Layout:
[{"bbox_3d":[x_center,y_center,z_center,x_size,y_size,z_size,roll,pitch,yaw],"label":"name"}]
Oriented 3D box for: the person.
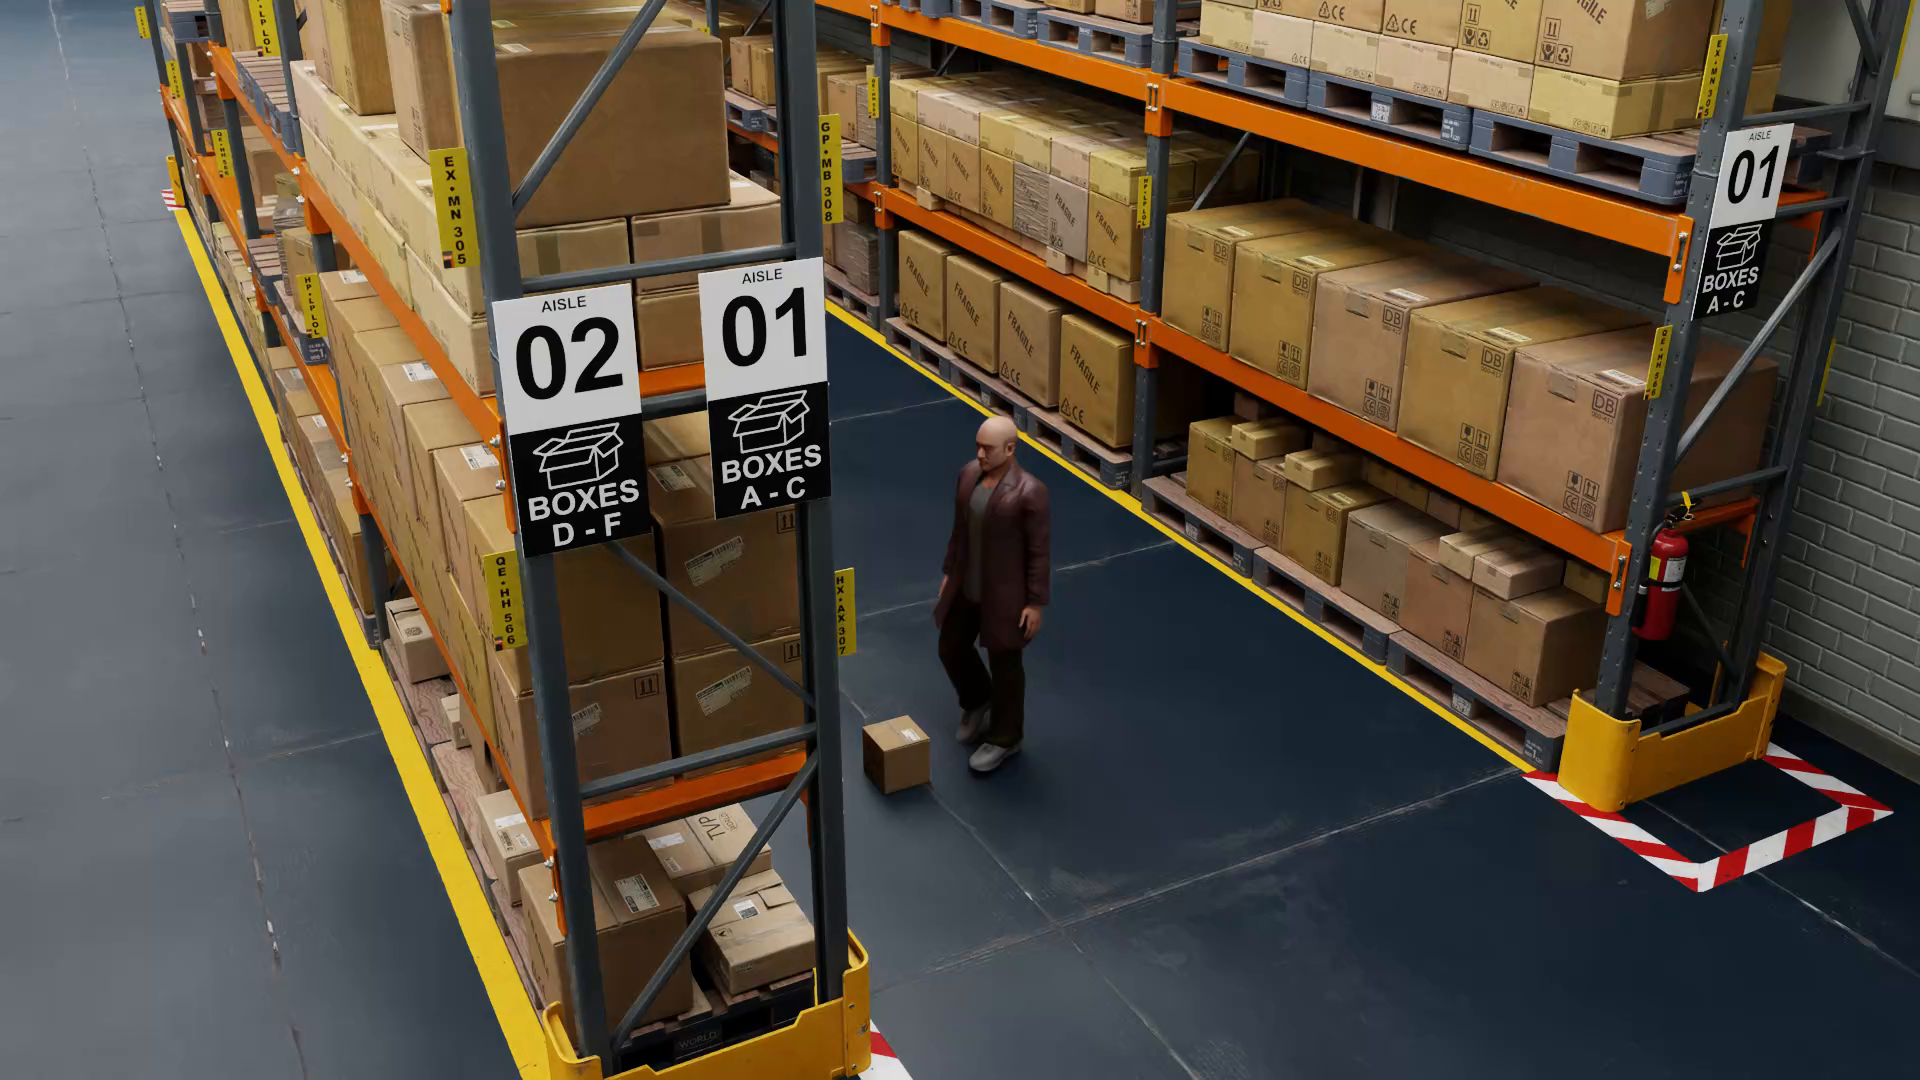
[{"bbox_3d":[0.162,0.262,8.076,0.620,1.816,0.515,23,33,39],"label":"person"}]
